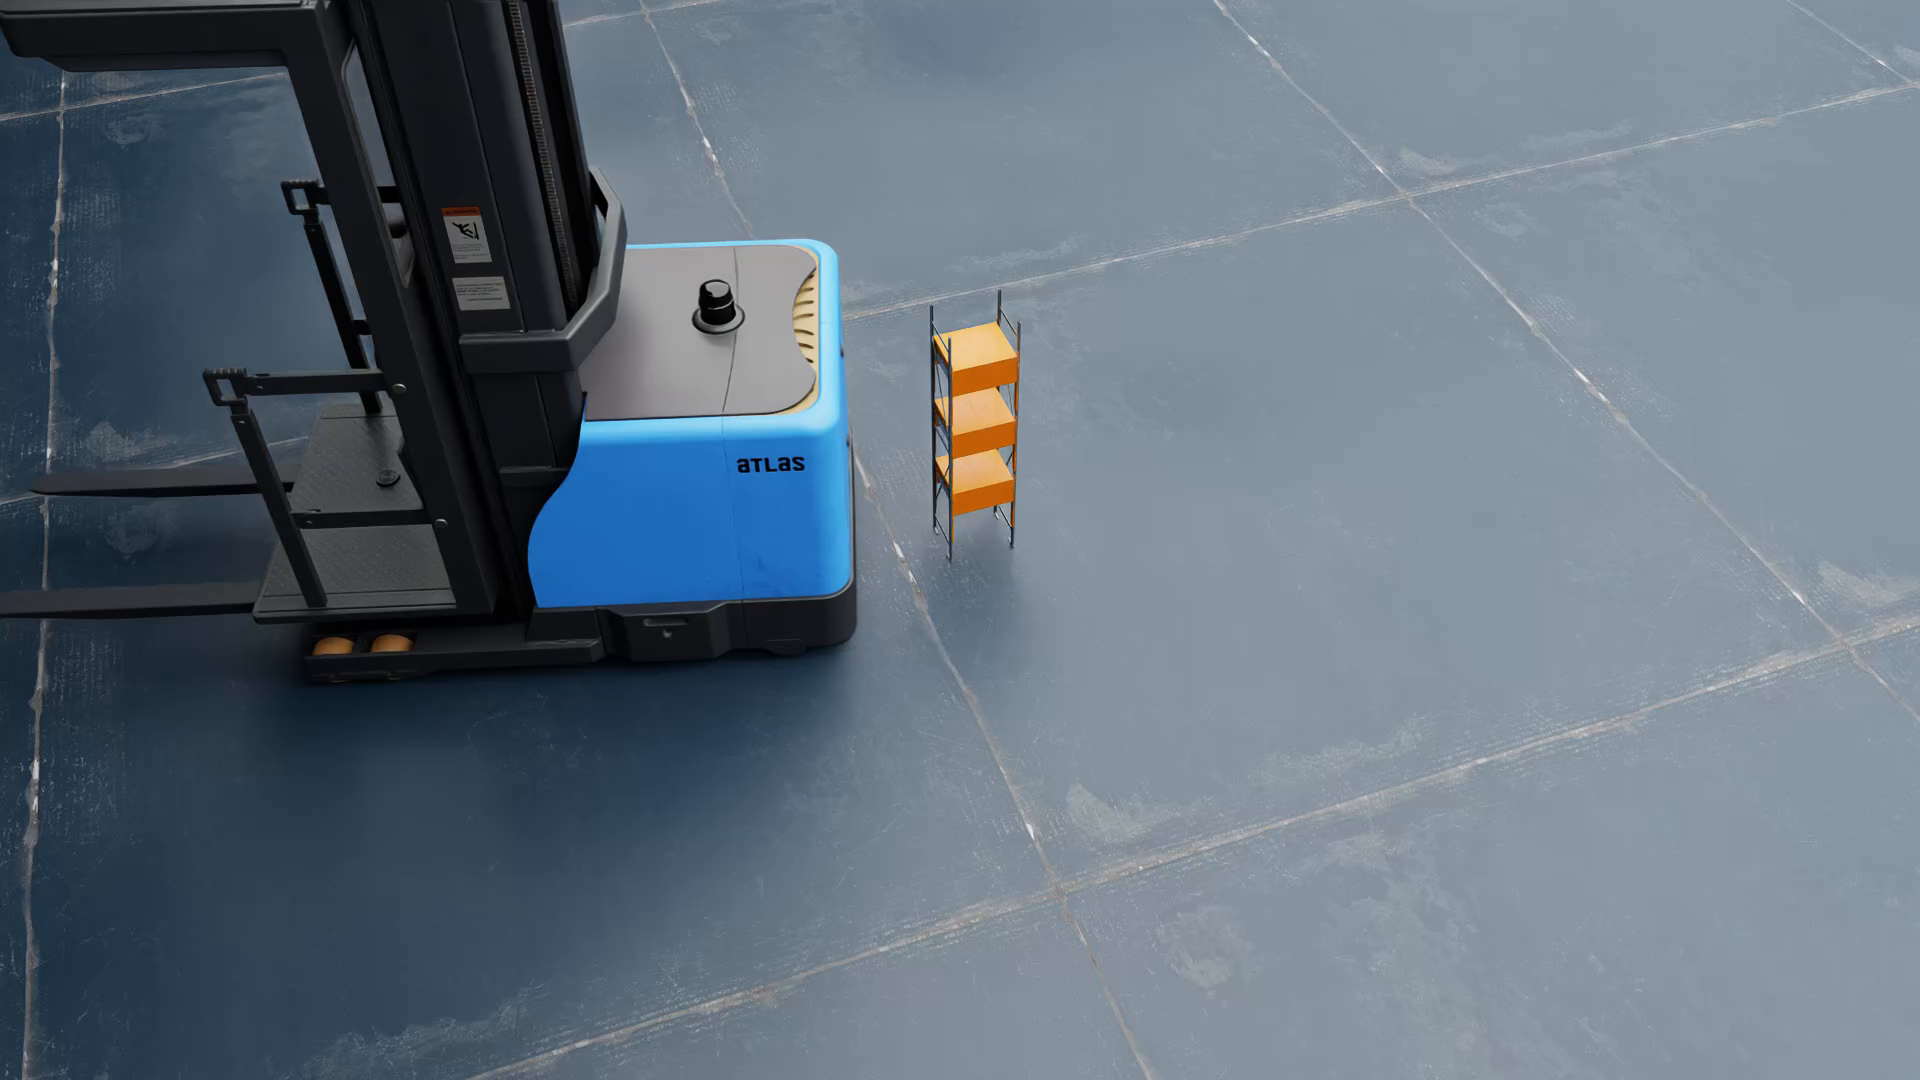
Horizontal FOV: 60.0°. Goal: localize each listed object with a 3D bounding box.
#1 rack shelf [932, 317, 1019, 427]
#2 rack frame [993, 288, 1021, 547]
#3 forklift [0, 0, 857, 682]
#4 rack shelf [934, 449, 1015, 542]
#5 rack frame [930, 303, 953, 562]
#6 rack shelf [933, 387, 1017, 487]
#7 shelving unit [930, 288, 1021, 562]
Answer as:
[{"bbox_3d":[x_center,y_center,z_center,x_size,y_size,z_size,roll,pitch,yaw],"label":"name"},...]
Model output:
[{"bbox_3d":[0.050,-0.576,5.697,0.240,0.259,0.215,-14,47,-14],"label":"rack shelf"},{"bbox_3d":[0.165,-0.413,5.920,0.008,1.050,0.200,-14,47,-14],"label":"rack frame"},{"bbox_3d":[-1.900,-0.930,5.107,3.031,2.935,1.130,-2,45,-2],"label":"forklift"},{"bbox_3d":[0.050,-0.180,6.095,0.240,0.259,0.215,-14,47,-14],"label":"rack shelf"},{"bbox_3d":[-0.064,-0.354,5.862,0.008,1.050,0.200,-14,47,-14],"label":"rack frame"},{"bbox_3d":[0.050,-0.376,5.898,0.240,0.259,0.215,-14,47,-14],"label":"rack shelf"},{"bbox_3d":[0.050,-0.383,5.891,0.252,1.050,0.215,-14,47,-14],"label":"shelving unit"}]
